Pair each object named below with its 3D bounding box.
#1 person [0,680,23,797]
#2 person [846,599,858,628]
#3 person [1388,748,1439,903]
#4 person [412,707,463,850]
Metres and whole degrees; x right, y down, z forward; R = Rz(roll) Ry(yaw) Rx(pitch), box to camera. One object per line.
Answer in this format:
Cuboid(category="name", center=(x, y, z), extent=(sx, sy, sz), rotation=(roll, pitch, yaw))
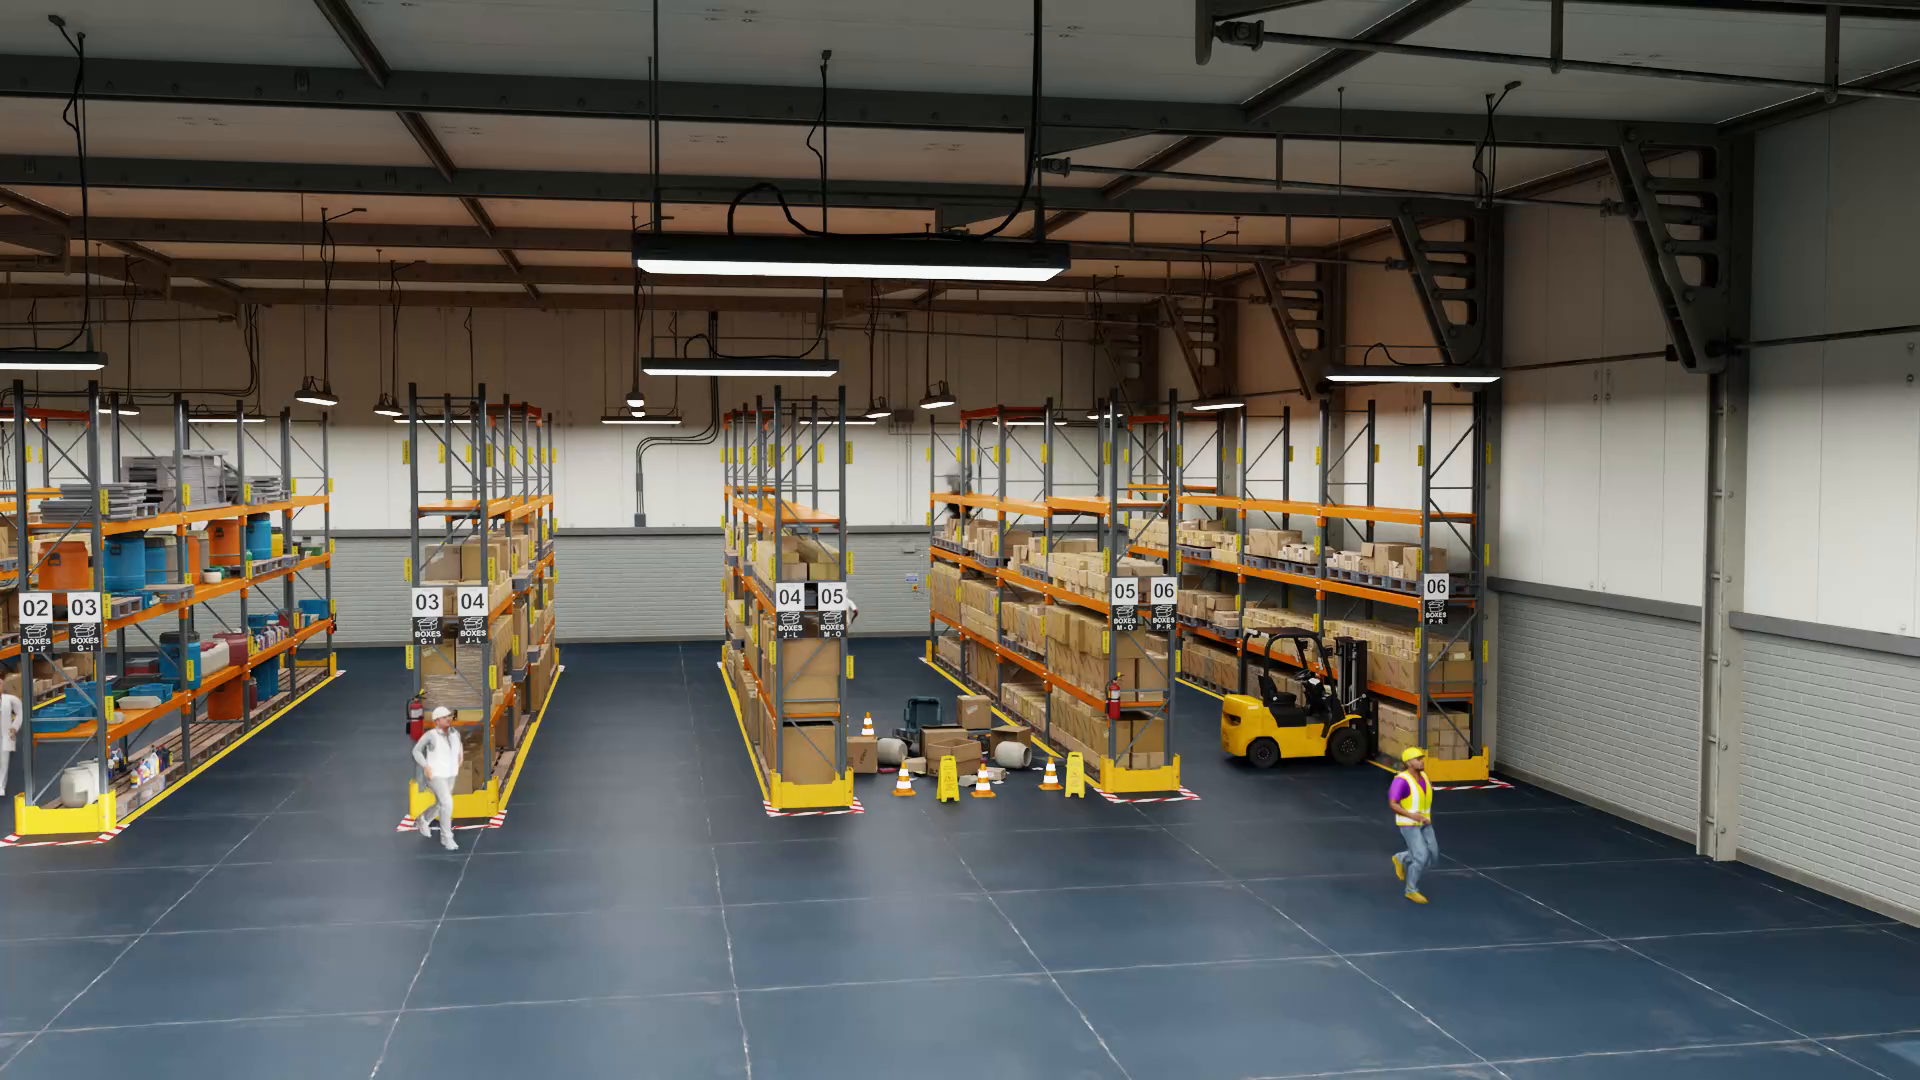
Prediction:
Cuboid(category="person", center=(-14.209, 2.898, 24.582), extent=(0.695, 1.727, 0.672), rotation=(-1, 3, -26))
Cuboid(category="person", center=(-2.714, 1.937, 37.597), extent=(0.714, 1.771, 0.835), rotation=(-1, 3, -21))
Cuboid(category="person", center=(5.102, 3.195, 18.773), extent=(0.736, 1.725, 0.612), rotation=(-3, 4, -41))
Cuboid(category="person", center=(-6.692, 3.034, 21.392), extent=(0.844, 1.808, 0.669), rotation=(2, 3, 29))
